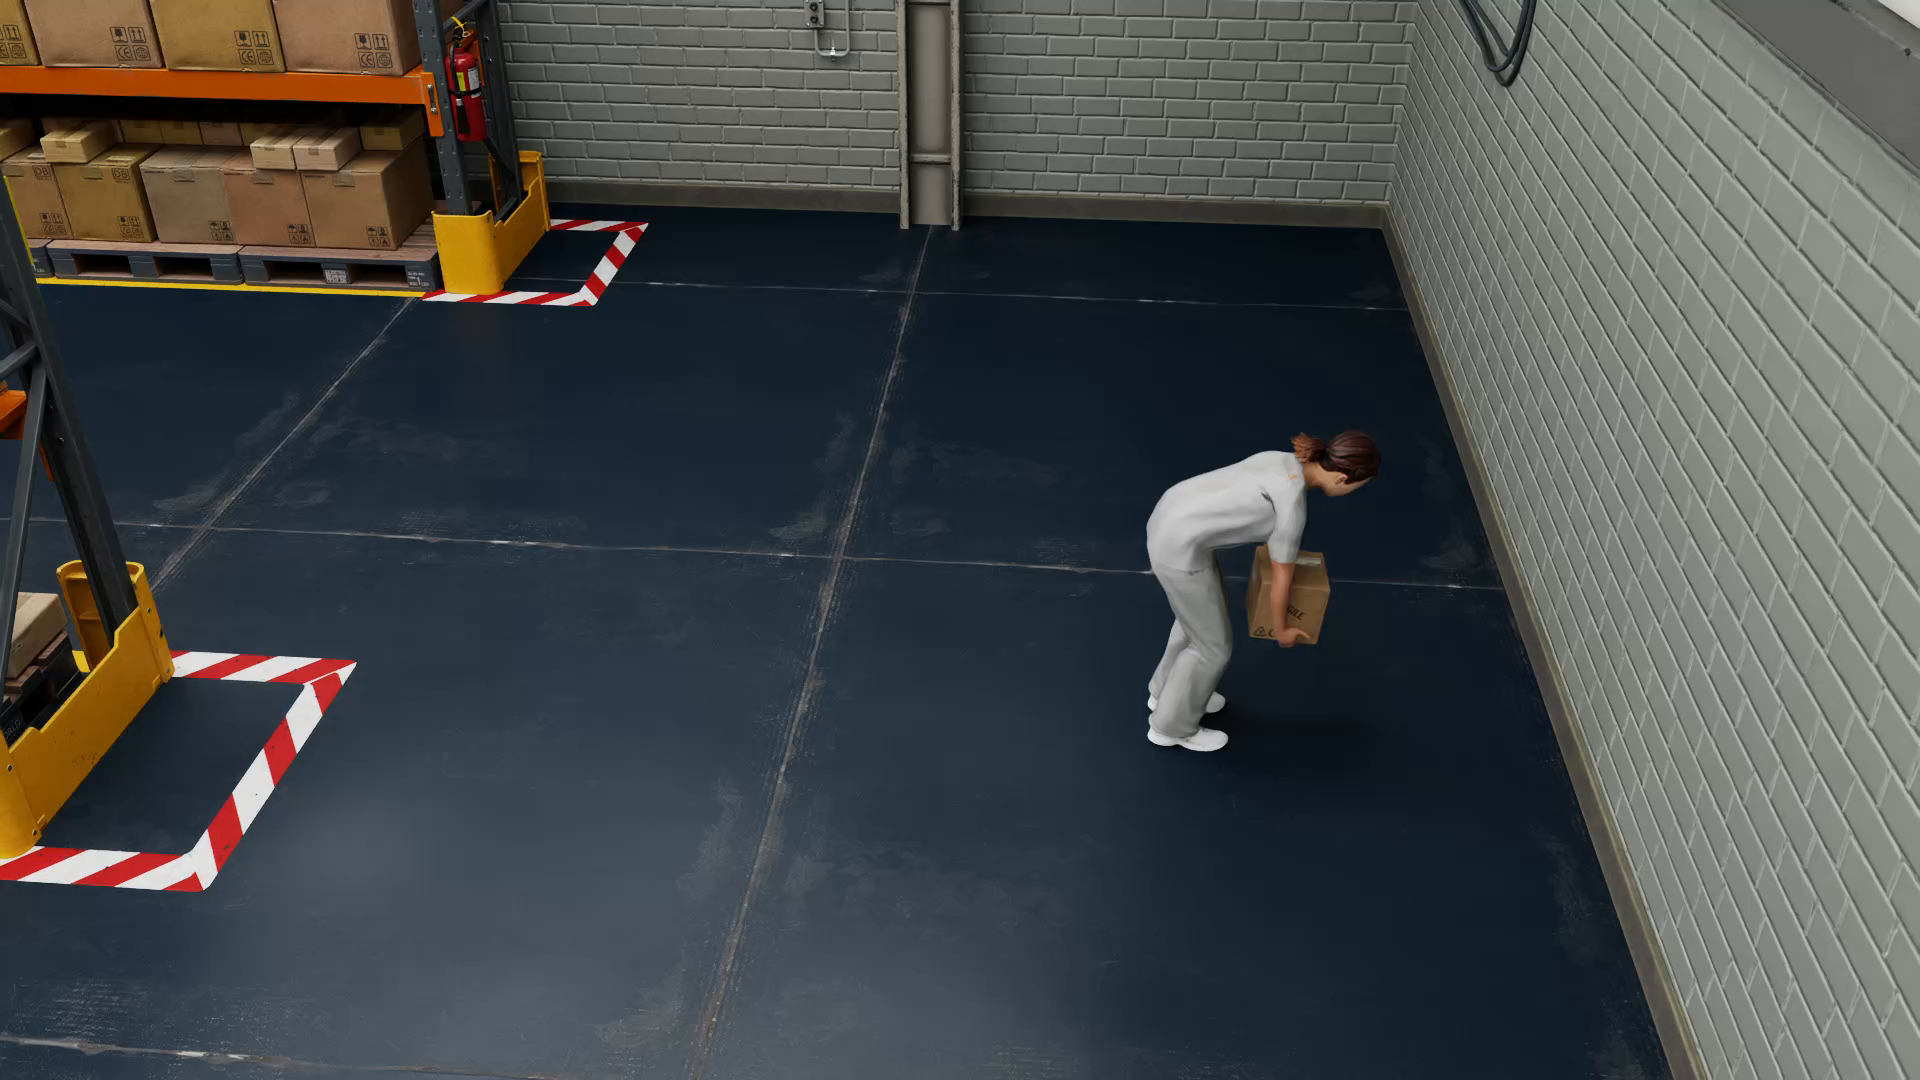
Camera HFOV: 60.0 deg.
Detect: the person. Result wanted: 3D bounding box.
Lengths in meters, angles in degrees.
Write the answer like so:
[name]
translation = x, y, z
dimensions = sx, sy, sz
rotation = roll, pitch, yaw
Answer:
[person]
translation = 1.091, 0.179, 6.196
dimensions = 0.809, 1.315, 0.410
rotation = 2, 32, 3
